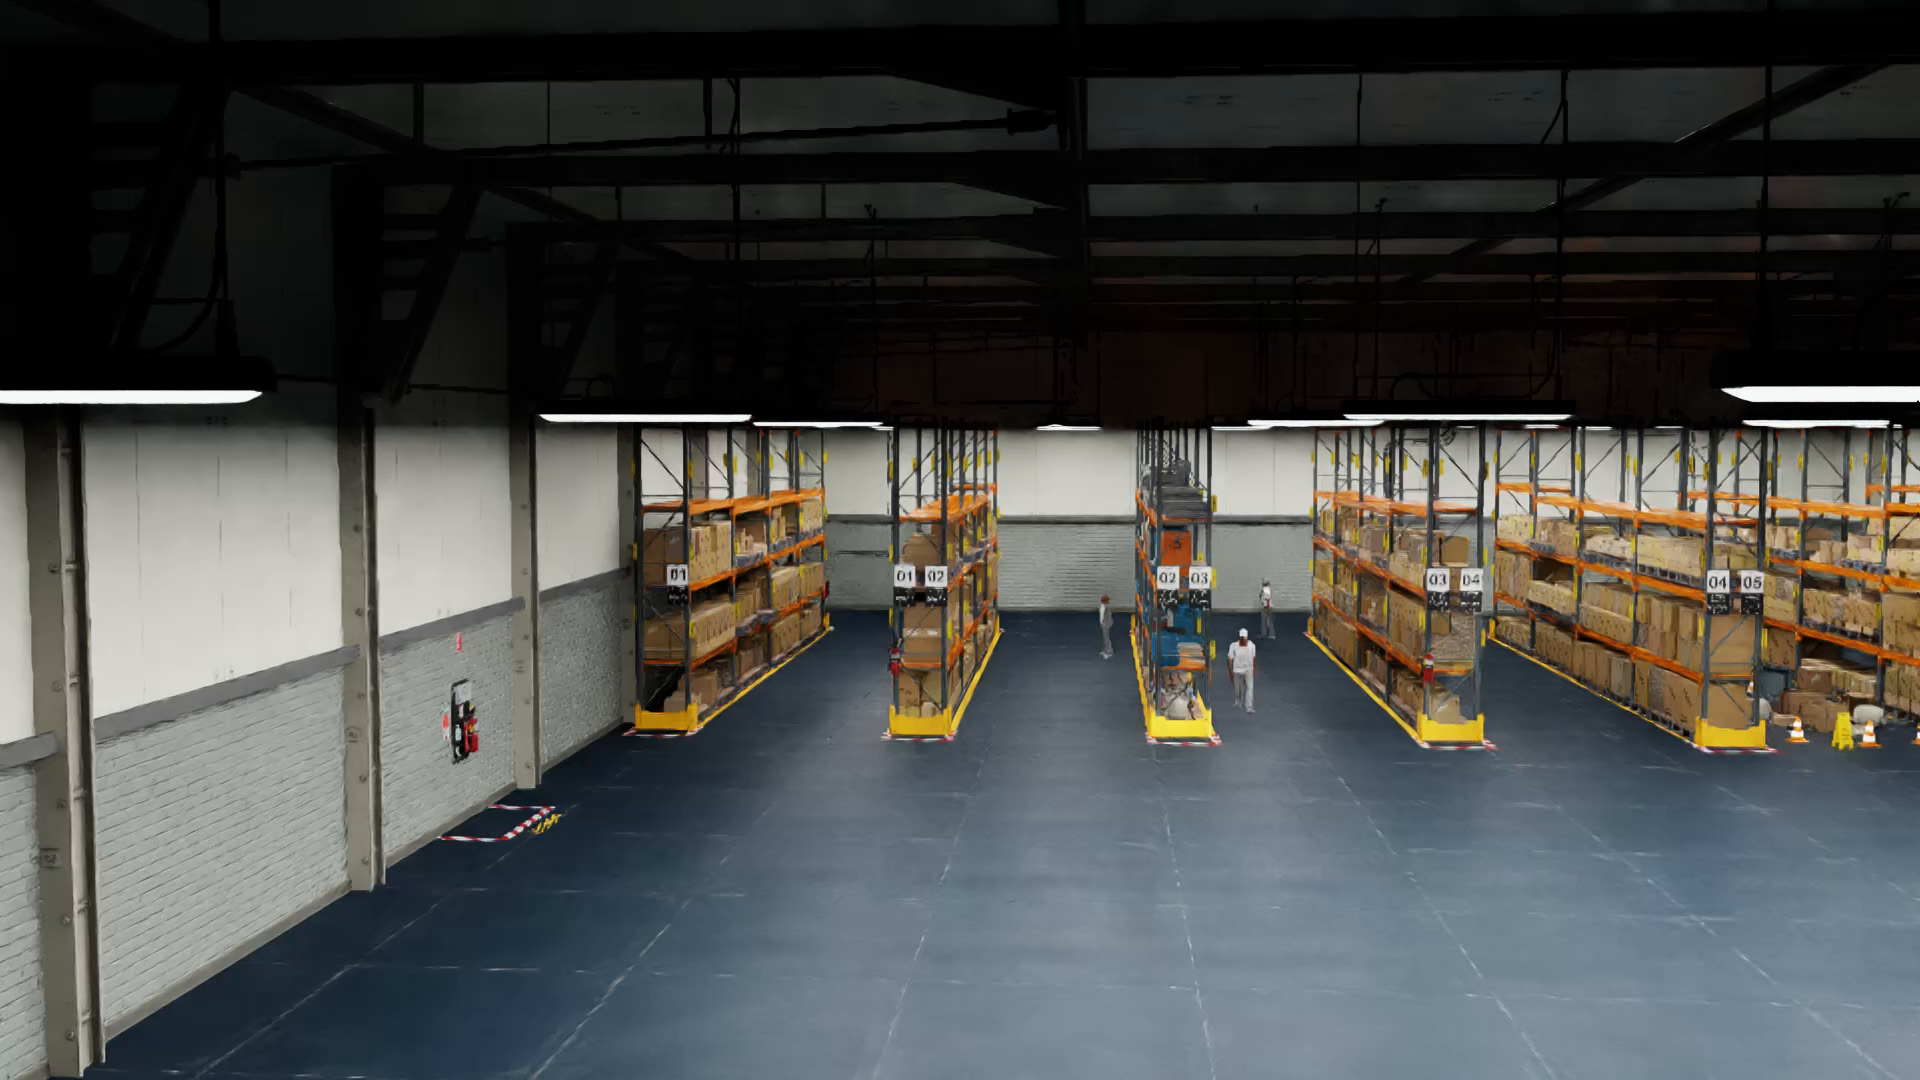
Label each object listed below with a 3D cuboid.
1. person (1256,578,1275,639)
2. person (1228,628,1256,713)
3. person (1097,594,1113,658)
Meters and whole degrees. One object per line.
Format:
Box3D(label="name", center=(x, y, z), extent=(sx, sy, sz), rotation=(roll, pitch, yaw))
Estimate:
Box3D(label="person", center=(8.454, 1.886, 45.915), extent=(0.475, 1.668, 0.564), rotation=(0, 4, 0))
Box3D(label="person", center=(5.773, 2.647, 34.006), extent=(0.577, 1.691, 1.121), rotation=(0, 4, 7))
Box3D(label="person", center=(3.674, 2.163, 42.135), extent=(0.527, 1.592, 0.521), rotation=(2, 4, 30))
